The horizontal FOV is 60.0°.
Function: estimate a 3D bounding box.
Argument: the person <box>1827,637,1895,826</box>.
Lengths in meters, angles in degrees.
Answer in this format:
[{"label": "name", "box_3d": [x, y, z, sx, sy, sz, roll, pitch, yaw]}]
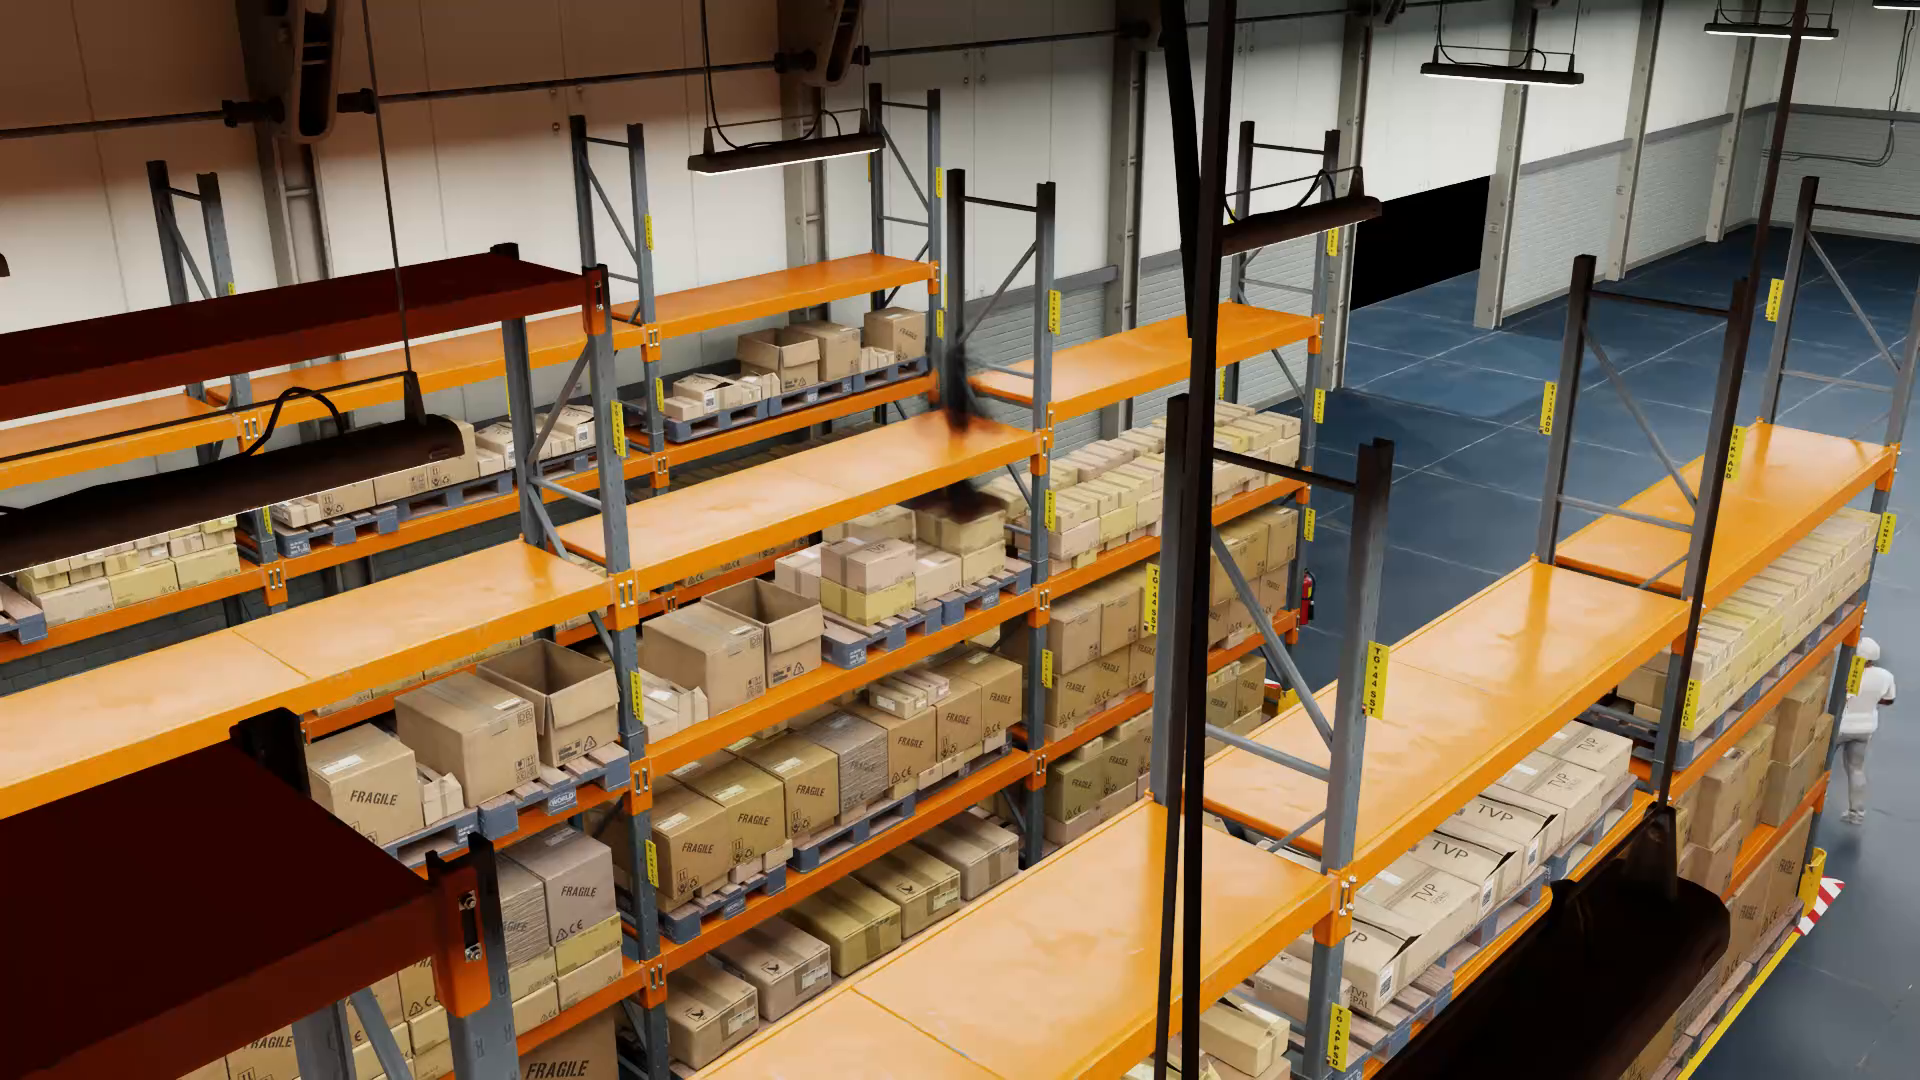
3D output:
[{"label": "person", "box_3d": [8.090, 1.740, 15.079, 0.685, 1.820, 0.802, 1, 21, 2]}]
